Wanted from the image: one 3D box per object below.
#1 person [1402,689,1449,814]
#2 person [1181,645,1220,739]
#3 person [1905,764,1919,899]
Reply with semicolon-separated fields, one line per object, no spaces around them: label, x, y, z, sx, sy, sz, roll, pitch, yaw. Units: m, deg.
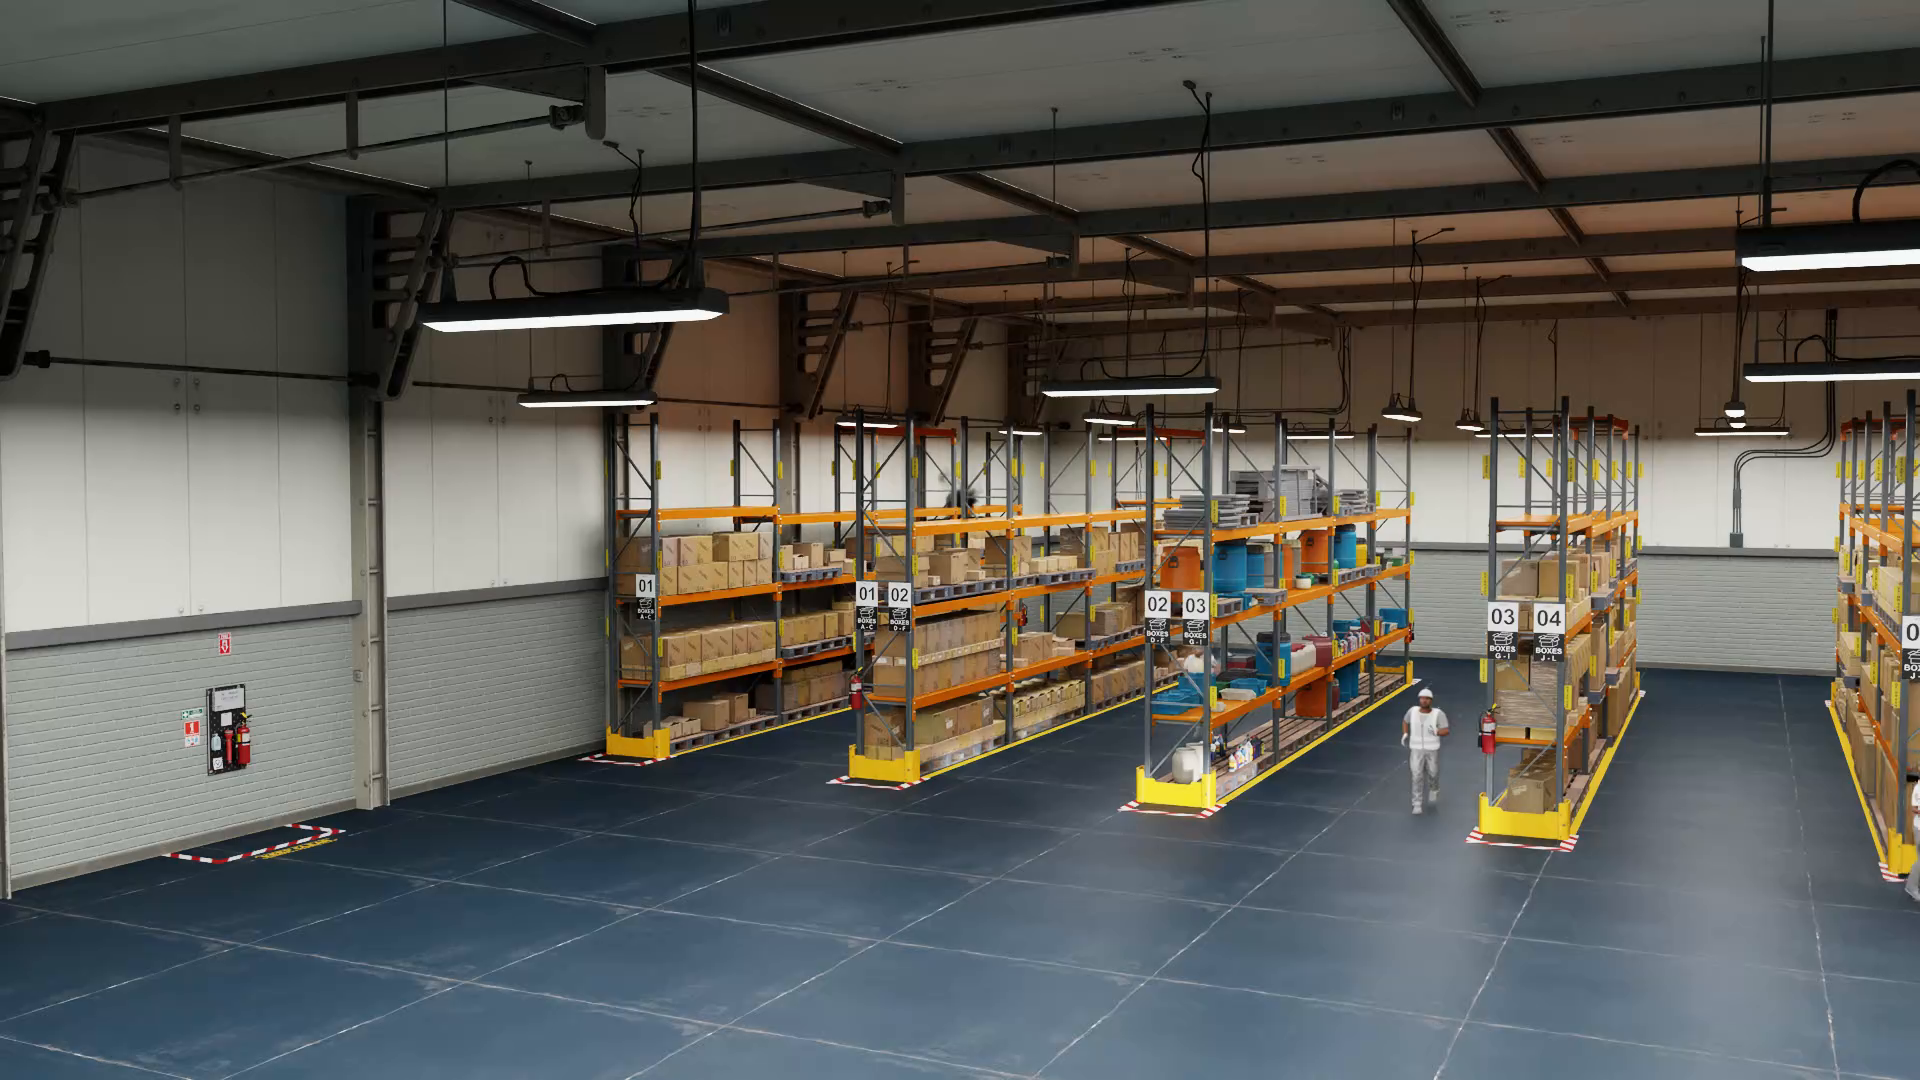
person;6.802;3.059;24.329;0.687;1.763;1.003;1;3;21
person;4.505;2.796;31.410;0.669;1.820;0.932;1;3;28
person;11.206;3.370;19.151;0.576;1.762;0.655;-1;3;-17
